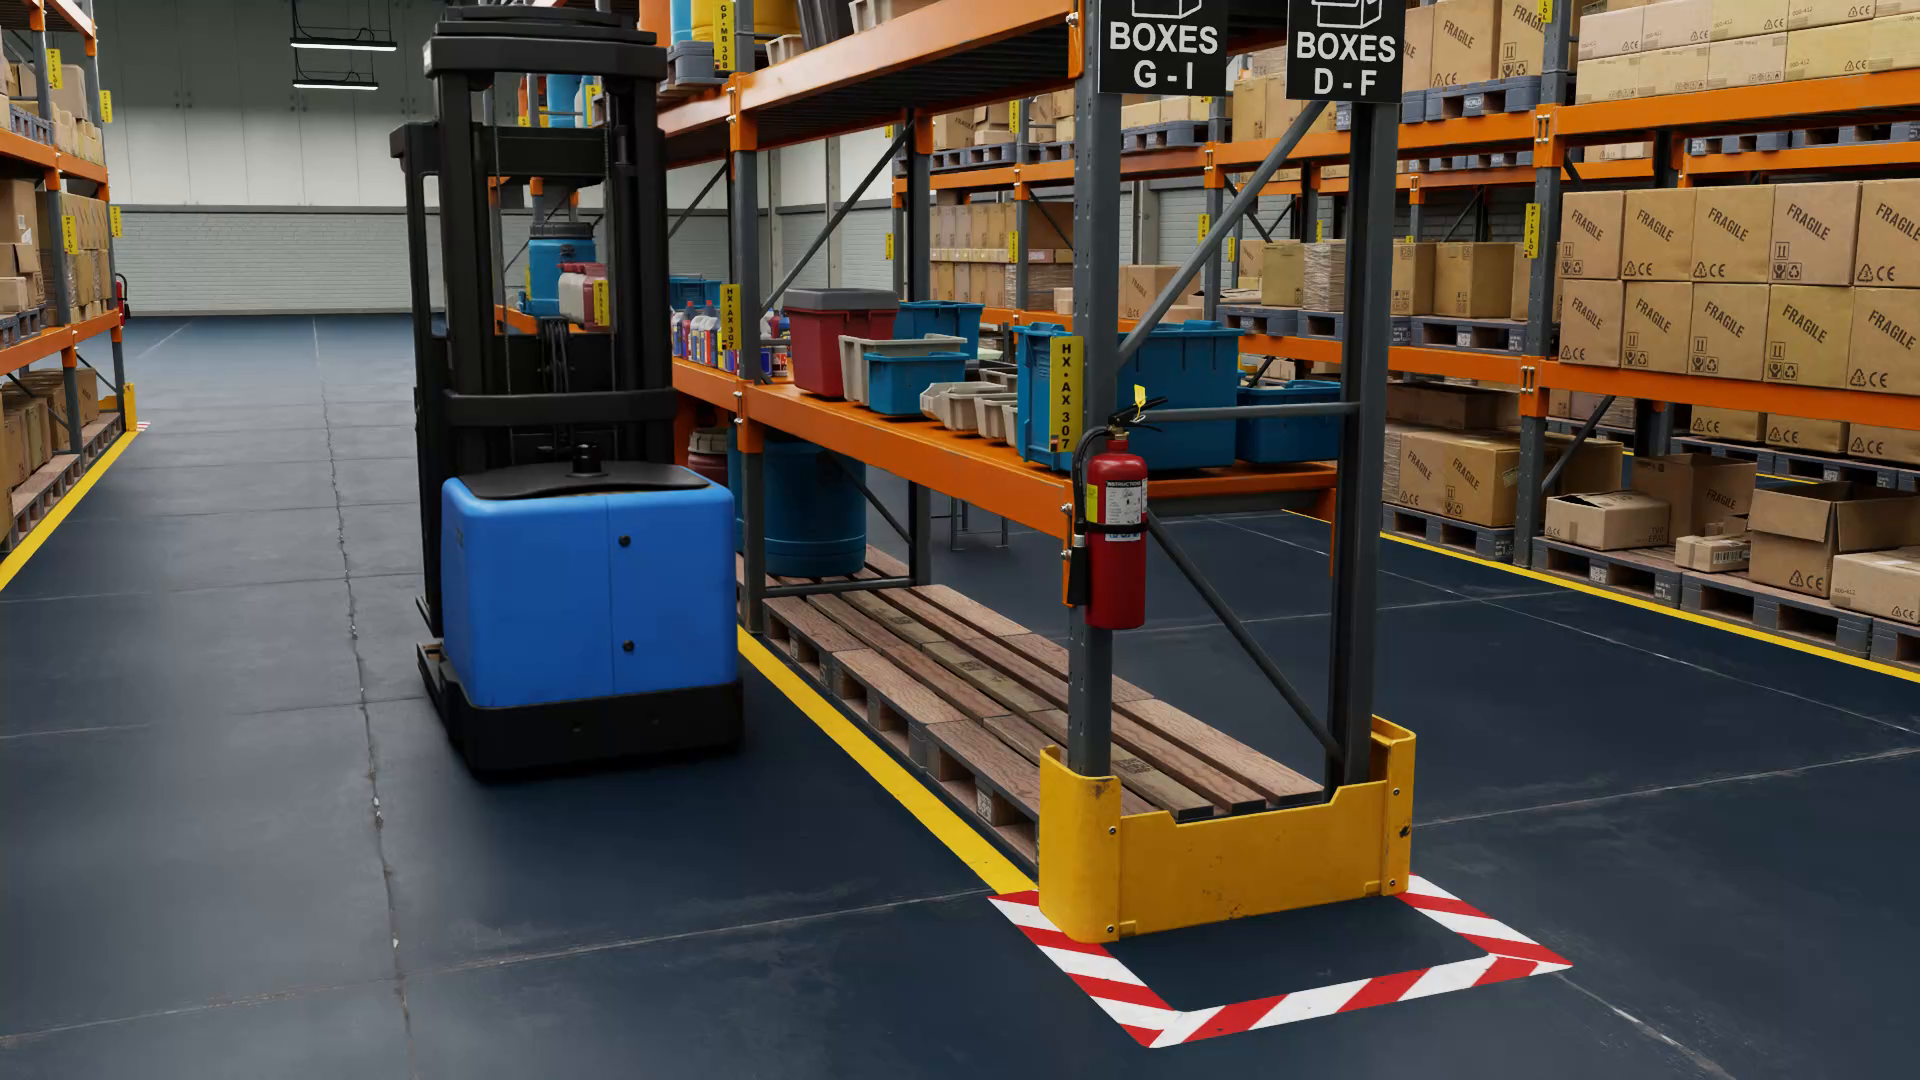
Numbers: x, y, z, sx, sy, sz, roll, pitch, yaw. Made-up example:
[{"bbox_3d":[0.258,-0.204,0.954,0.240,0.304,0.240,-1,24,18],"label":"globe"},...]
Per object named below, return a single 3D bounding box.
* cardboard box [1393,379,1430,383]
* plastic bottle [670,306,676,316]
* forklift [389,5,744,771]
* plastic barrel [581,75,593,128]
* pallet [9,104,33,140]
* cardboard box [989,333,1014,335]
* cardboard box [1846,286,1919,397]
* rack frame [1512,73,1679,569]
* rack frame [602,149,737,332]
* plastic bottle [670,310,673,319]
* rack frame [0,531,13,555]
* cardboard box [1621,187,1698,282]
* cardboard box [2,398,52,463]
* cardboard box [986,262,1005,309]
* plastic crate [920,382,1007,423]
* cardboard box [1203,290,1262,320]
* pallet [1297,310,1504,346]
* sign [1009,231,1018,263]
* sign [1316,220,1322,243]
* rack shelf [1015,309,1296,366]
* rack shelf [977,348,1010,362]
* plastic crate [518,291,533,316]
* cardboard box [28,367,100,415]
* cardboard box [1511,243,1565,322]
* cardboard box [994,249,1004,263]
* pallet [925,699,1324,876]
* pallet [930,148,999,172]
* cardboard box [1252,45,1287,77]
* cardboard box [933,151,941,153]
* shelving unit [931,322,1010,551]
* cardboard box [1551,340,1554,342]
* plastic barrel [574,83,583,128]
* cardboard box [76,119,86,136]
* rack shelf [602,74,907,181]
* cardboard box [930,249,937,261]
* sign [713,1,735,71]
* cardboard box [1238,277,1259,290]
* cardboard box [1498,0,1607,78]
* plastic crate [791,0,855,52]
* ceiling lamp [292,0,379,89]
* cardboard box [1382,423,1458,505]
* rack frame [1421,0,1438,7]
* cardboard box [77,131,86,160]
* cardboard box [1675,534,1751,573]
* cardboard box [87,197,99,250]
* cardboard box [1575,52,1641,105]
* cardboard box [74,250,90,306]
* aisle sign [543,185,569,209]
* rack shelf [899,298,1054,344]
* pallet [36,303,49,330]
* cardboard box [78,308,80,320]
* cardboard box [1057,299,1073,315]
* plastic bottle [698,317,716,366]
[{"bbox_3d":[5.471,-1.863,20.163,0.380,0.166,0.250,-6,11,-28],"label":"cardboard box"},{"bbox_3d":[-2.094,-1.532,11.821,0.152,0.276,0.135,-4,11,-21],"label":"plastic bottle"},{"bbox_3d":[-1.901,-0.788,7.481,1.130,2.935,3.031,-4,11,-23],"label":"forklift"},{"bbox_3d":[-3.154,-3.982,15.243,0.600,0.901,0.708,-4,11,-21],"label":"plastic barrel"},{"bbox_3d":[-7.654,-3.121,12.370,1.213,0.211,1.003,-4,11,-21],"label":"pallet"},{"bbox_3d":[0.656,-2.204,19.754,0.500,0.500,0.500,-4,11,-21],"label":"cardboard box"},{"bbox_3d":[4.643,-0.954,7.931,0.500,0.500,0.500,-4,11,-20],"label":"cardboard box"},{"bbox_3d":[3.976,-1.335,10.362,1.000,3.000,0.127,-4,11,-21],"label":"rack frame"},{"bbox_3d":[-2.091,-1.674,12.268,1.000,3.000,0.127,-4,11,-21],"label":"rack frame"},{"bbox_3d":[-1.859,-1.334,10.689,0.061,0.283,0.133,-4,11,-21],"label":"plastic bottle"},{"bbox_3d":[-6.708,-1.360,10.501,1.000,3.000,0.127,-4,11,-21],"label":"rack frame"},{"bbox_3d":[4.072,-1.698,9.259,0.500,0.500,0.500,-4,11,-23],"label":"cardboard box"},{"bbox_3d":[-7.955,-0.897,13.781,0.700,0.500,0.500,-5,11,-25],"label":"cardboard box"},{"bbox_3d":[0.713,-2.848,18.580,0.700,0.500,0.500,-4,11,-21],"label":"cardboard box"},{"bbox_3d":[0.004,-0.529,6.412,0.298,0.136,0.250,-4,11,-21],"label":"plastic crate"},{"bbox_3d":[2.436,-2.006,14.389,0.500,0.311,0.500,-3,11,-17],"label":"cardboard box"},{"bbox_3d":[3.236,-1.577,12.266,1.003,0.211,1.213,-4,11,-21],"label":"pallet"},{"bbox_3d":[0.561,-3.071,17.420,0.100,0.325,0.005,-4,11,-21],"label":"sign"},{"bbox_3d":[3.029,-2.555,14.140,0.100,0.325,0.005,-4,11,-21],"label":"sign"},{"bbox_3d":[1.802,-1.960,15.930,1.077,0.370,4.000,-4,11,-21],"label":"rack shelf"},{"bbox_3d":[-0.002,-1.124,11.227,0.431,0.370,0.720,-4,11,-21],"label":"rack shelf"},{"bbox_3d":[-4.195,-2.418,16.870,0.499,0.251,0.616,-4,11,-21],"label":"plastic crate"},{"bbox_3d":[-9.396,-1.539,17.445,0.500,0.500,0.500,-2,10,-10],"label":"cardboard box"},{"bbox_3d":[4.013,-1.683,10.830,0.700,0.500,0.500,-9,13,-40],"label":"cardboard box"},{"bbox_3d":[0.594,-3.123,18.277,0.380,0.149,0.250,-4,11,-23],"label":"cardboard box"},{"bbox_3d":[0.545,0.867,5.942,1.003,0.211,1.213,-4,11,-21],"label":"pallet"},{"bbox_3d":[0.306,-4.411,19.339,1.003,0.211,1.213,-4,11,-21],"label":"pallet"},{"bbox_3d":[2.679,-3.935,13.270,0.500,0.500,0.500,-4,11,-21],"label":"cardboard box"},{"bbox_3d":[-0.110,-4.720,19.941,0.380,0.149,0.250,-4,11,-21],"label":"cardboard box"},{"bbox_3d":[-0.002,-0.739,11.295,0.431,1.500,0.755,-4,11,-21],"label":"shelving unit"},{"bbox_3d":[6.330,-2.036,18.040,0.500,0.250,0.500,-4,11,-23],"label":"cardboard box"},{"bbox_3d":[-3.514,-4.149,16.095,0.421,0.512,0.421,0,10,0],"label":"plastic barrel"},{"bbox_3d":[-8.750,-4.027,16.218,0.380,0.149,0.250,-4,11,-24],"label":"cardboard box"},{"bbox_3d":[-1.366,-2.471,10.233,1.077,0.370,4.000,-4,11,-21],"label":"rack shelf"},{"bbox_3d":[-0.154,-3.460,20.168,0.380,0.149,0.250,-4,11,-22],"label":"cardboard box"},{"bbox_3d":[-1.155,-2.468,8.140,0.100,0.325,0.005,-4,11,-21],"label":"sign"},{"bbox_3d":[4.124,-3.445,22.594,0.500,0.250,0.500,-4,11,-23],"label":"cardboard box"},{"bbox_3d":[3.862,-3.204,10.533,0.600,0.600,0.600,-5,11,-26],"label":"cardboard box"},{"bbox_3d":[-0.447,-2.214,7.109,0.497,0.269,0.590,-4,11,-21],"label":"plastic crate"},{"bbox_3d":[-15.632,-12.863,41.368,2.000,3.185,0.800,-4,11,-21],"label":"ceiling lamp"},{"bbox_3d":[3.178,-0.547,11.809,0.500,0.500,0.500,-4,11,-20],"label":"cardboard box"},{"bbox_3d":[5.693,-5.910,18.948,1.000,3.000,0.127,-4,11,-21],"label":"rack frame"},{"bbox_3d":[-8.646,-3.759,15.851,0.500,0.250,0.500,-4,11,-22],"label":"cardboard box"},{"bbox_3d":[4.250,0.066,9.319,0.380,0.166,0.250,-4,11,-21],"label":"cardboard box"},{"bbox_3d":[-8.812,-3.117,16.387,0.500,0.500,0.500,-4,11,-21],"label":"cardboard box"},{"bbox_3d":[3.922,-2.643,9.577,0.500,0.250,0.500,-4,11,-21],"label":"cardboard box"},{"bbox_3d":[-8.411,-2.370,15.043,0.875,0.500,0.500,-4,11,-21],"label":"cardboard box"},{"bbox_3d":[-4.739,-4.291,19.554,0.394,0.787,0.004,-4,11,-21],"label":"aisle sign"},{"bbox_3d":[0.353,-2.613,19.601,1.077,0.370,4.000,-4,11,-21],"label":"rack shelf"},{"bbox_3d":[-8.016,-1.785,13.435,1.003,0.211,1.213,-4,11,-21],"label":"pallet"},{"bbox_3d":[-8.149,-2.024,14.952,0.380,0.149,0.250,-4,11,-21],"label":"cardboard box"},{"bbox_3d":[1.208,-2.360,16.839,0.380,0.149,0.250,-4,11,-21],"label":"cardboard box"},{"bbox_3d":[-1.450,-1.168,9.776,0.152,0.276,0.135,-4,11,-21],"label":"plastic bottle"}]
